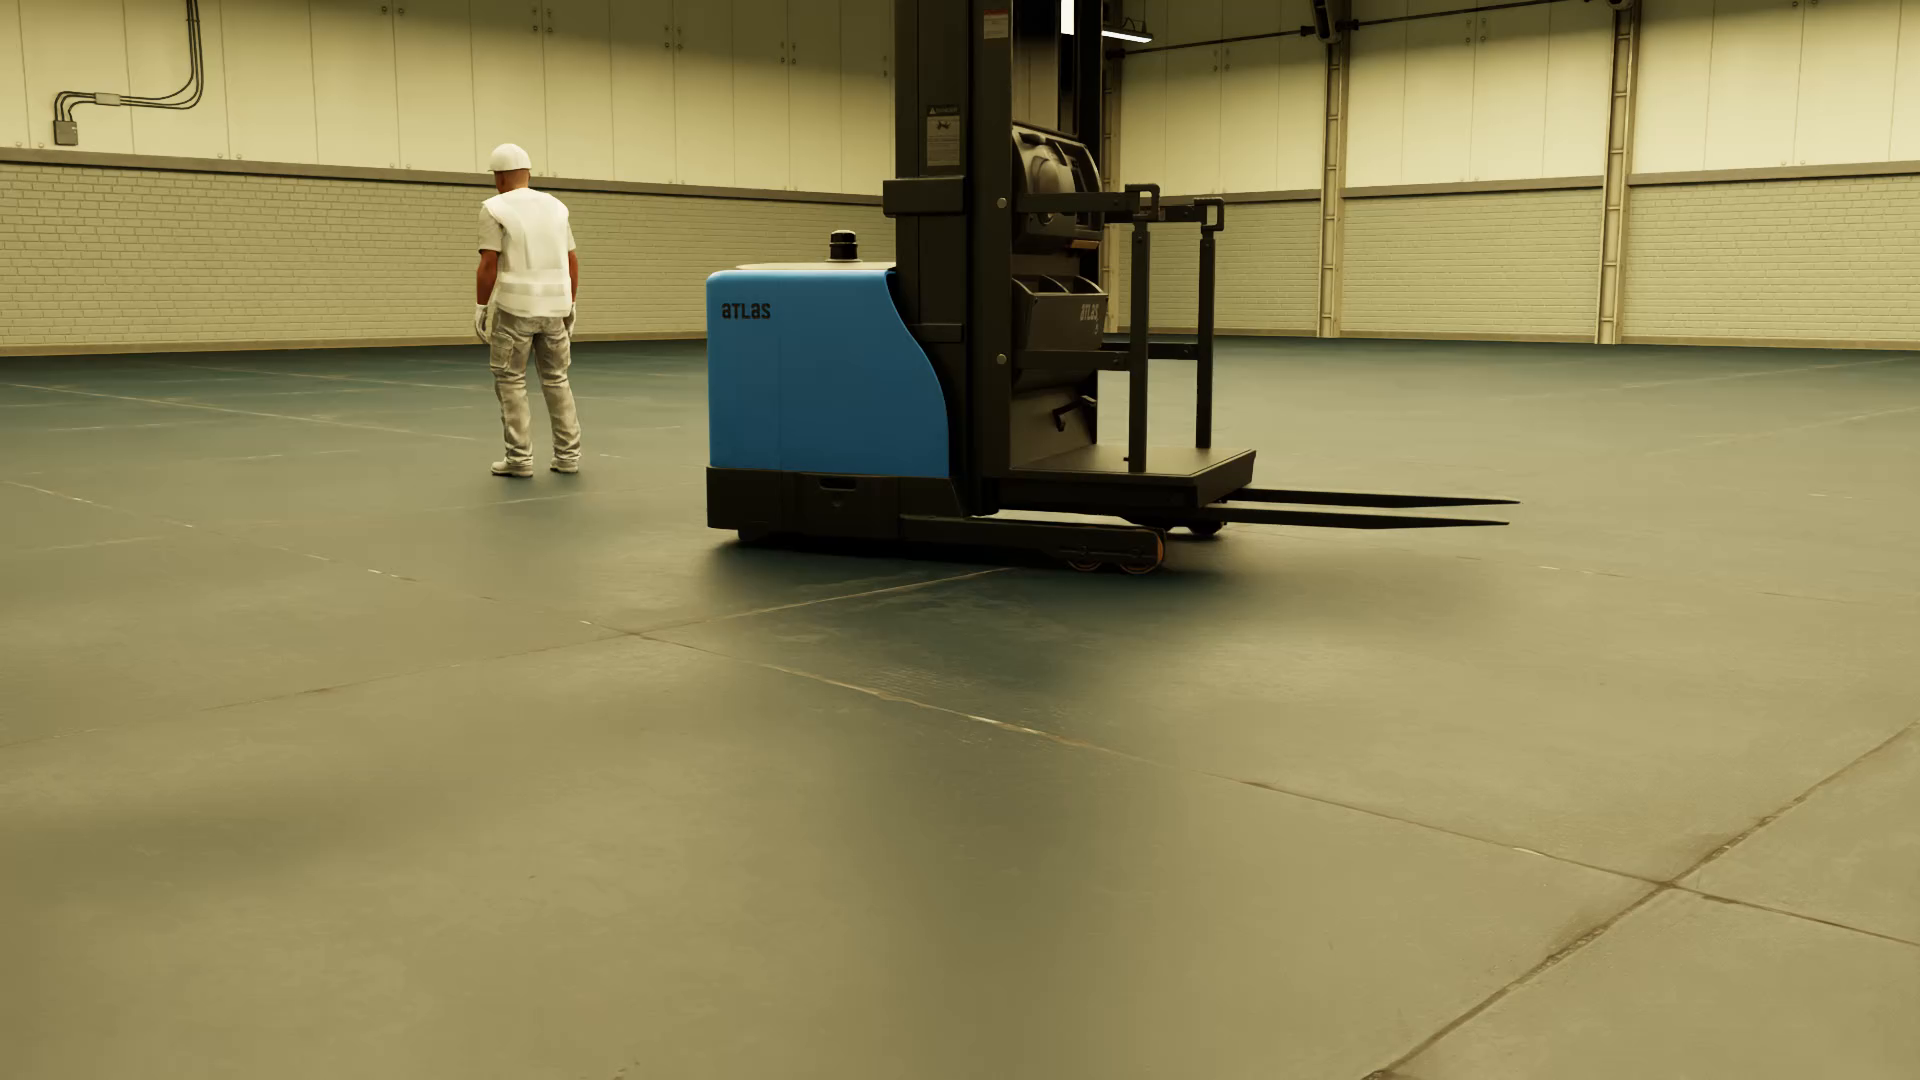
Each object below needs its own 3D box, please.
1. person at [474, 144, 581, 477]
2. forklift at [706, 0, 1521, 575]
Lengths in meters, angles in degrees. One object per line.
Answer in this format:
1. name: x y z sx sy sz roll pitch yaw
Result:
1. person: -2.342 -1.238 8.997 0.450 1.773 0.623 8 12 44
2. forklift: 0.565 -1.416 6.275 3.031 2.935 1.130 3 9 22
